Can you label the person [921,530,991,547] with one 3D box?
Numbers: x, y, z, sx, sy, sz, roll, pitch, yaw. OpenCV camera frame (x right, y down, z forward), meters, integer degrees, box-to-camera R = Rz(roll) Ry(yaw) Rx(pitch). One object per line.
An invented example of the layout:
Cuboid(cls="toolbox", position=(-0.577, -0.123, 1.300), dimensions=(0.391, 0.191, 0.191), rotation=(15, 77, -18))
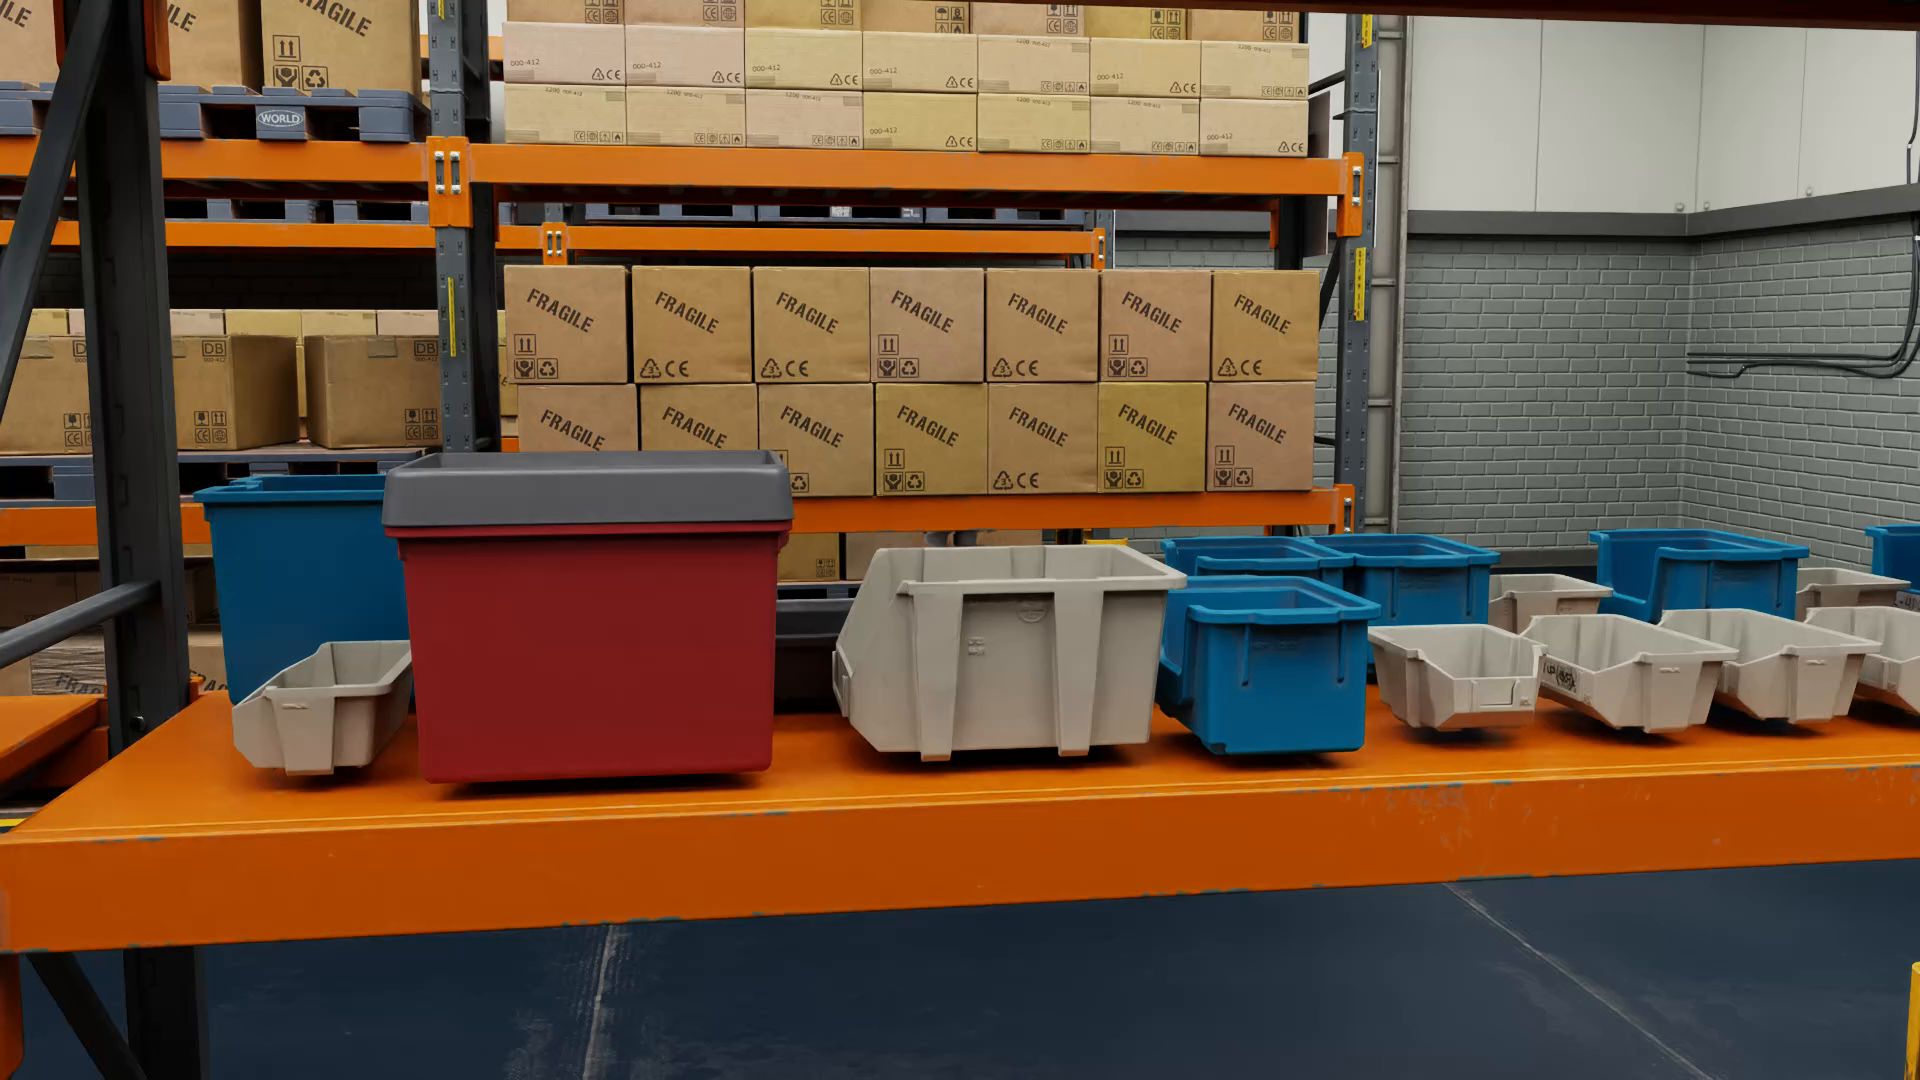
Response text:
Cuboid(cls="person", position=(-0.060, -0.131, 11.027), dimensions=(0.575, 1.611, 0.340), rotation=(-1, 7, -8))
